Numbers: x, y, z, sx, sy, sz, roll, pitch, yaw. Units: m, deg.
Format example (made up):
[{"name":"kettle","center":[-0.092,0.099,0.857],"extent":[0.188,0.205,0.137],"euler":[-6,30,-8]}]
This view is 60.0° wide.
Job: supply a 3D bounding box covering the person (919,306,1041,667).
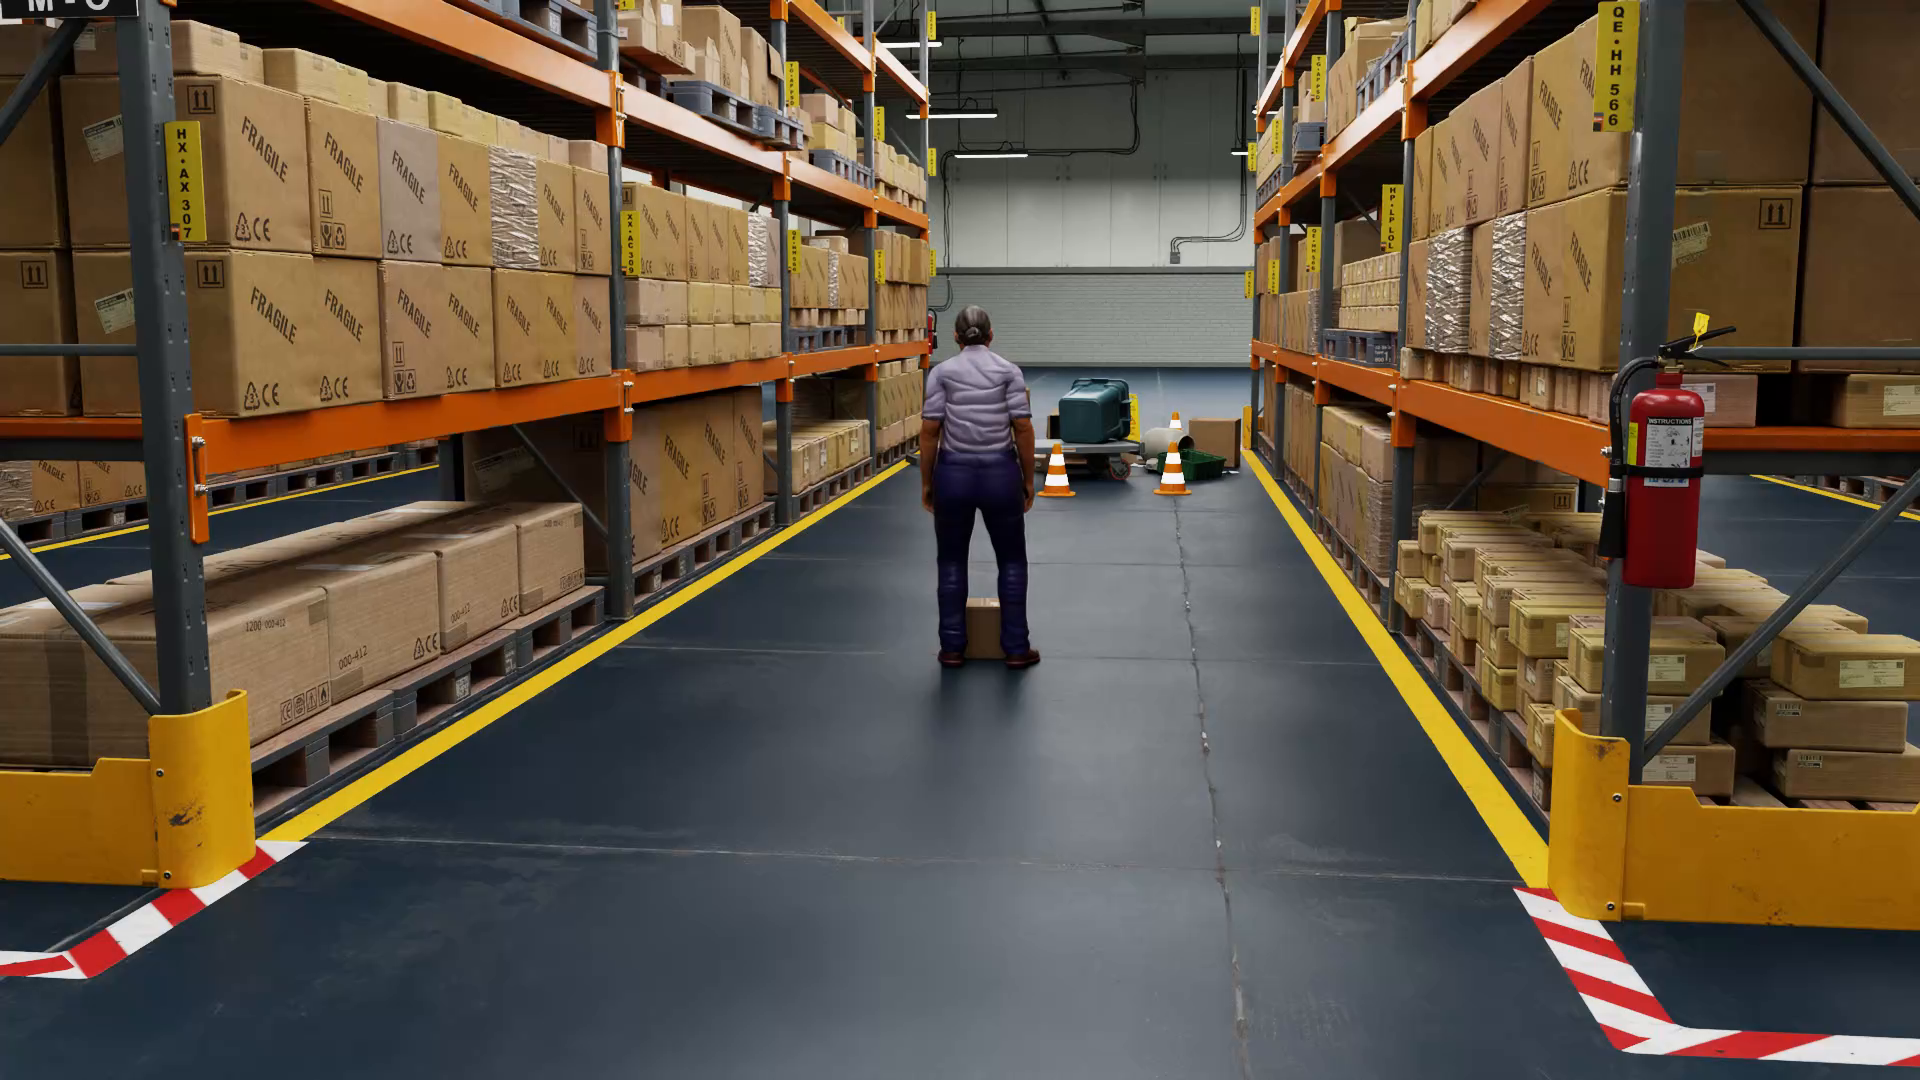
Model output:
[{"name":"person","center":[0.095,-0.243,7.631],"extent":[0.558,1.650,0.343],"euler":[0,8,3]}]
